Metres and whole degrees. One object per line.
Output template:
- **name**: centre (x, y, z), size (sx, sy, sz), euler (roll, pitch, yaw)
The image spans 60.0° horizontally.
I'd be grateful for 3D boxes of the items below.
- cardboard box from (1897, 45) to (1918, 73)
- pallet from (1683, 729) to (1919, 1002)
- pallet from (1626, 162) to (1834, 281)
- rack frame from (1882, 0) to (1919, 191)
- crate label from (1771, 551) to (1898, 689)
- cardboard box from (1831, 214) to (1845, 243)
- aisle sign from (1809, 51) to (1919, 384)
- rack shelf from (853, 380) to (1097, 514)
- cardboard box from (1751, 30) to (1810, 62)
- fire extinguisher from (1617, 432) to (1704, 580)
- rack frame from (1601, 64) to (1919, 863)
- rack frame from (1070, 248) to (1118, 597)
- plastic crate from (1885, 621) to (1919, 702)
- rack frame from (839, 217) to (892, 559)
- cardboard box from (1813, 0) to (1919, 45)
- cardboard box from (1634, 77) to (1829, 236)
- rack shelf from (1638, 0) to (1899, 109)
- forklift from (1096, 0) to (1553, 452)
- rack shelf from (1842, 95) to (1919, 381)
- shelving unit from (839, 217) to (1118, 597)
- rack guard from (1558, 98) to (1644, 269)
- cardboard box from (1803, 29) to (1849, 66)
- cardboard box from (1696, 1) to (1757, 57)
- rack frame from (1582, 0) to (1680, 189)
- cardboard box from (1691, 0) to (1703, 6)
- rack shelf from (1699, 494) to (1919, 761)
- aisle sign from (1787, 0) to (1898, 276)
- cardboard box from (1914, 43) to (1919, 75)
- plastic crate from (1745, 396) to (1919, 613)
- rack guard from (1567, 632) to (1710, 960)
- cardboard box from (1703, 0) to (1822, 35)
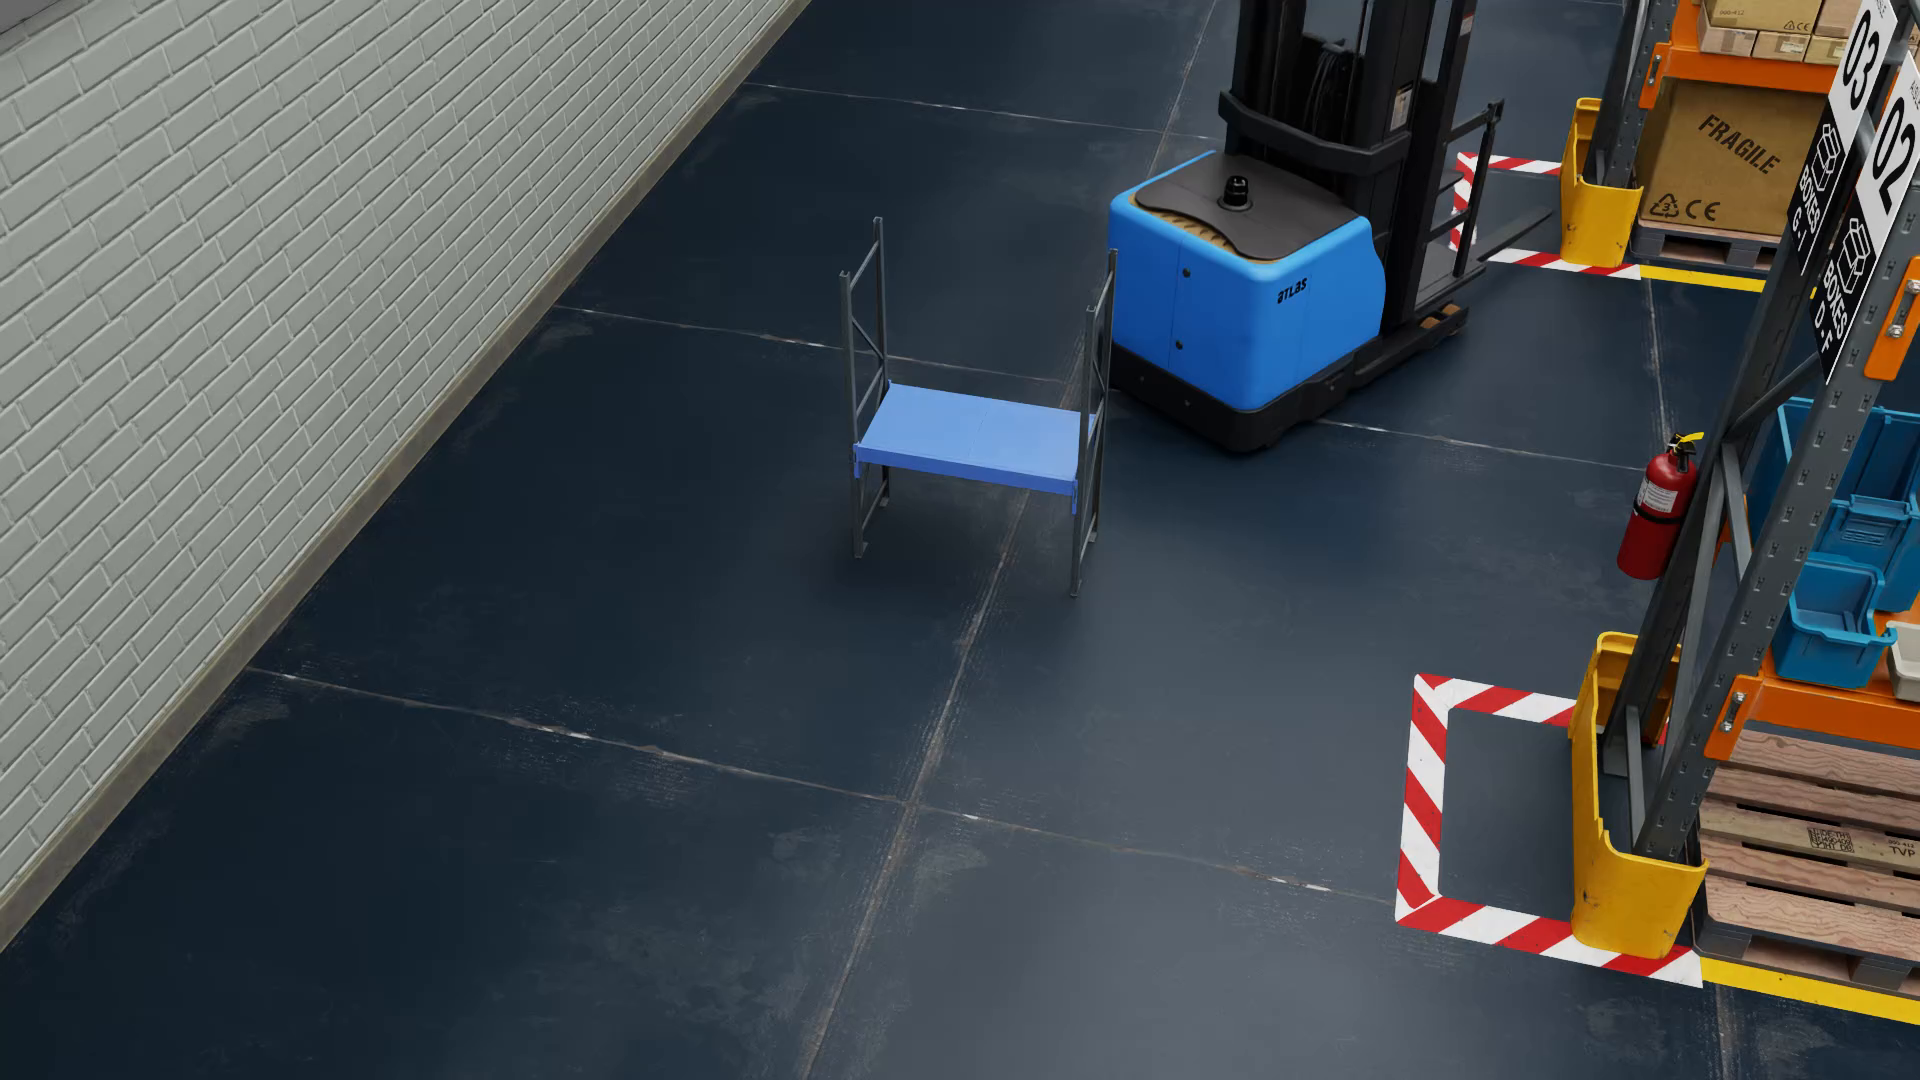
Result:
- **cardboard box**: centre (4.848, -2.616, 8.752), size (0.250, 0.149, 0.380), euler (9, 41, 11)
- **pallet**: centre (3.349, 1.204, 6.177), size (1.213, 0.211, 1.003), euler (10, 41, 11)
- **pallet**: centre (4.635, -1.950, 9.933), size (1.213, 0.211, 1.003), euler (10, 41, 11)
- **rack frame**: centre (2.562, -2.323, 3.543), size (0.127, 3.000, 1.000), euler (10, 41, 11)
- **crate label**: centre (2.716, 0.261, 5.215), size (0.303, 0.233, 0.416), euler (10, 41, 11)
- **cardboard box**: centre (5.361, -2.242, 9.437), size (0.875, 0.875, 0.875), euler (10, 41, 11)
- **aisle sign**: centre (2.416, -0.848, 4.431), size (0.004, 0.787, 0.394), euler (10, 41, 11)
- **rack shelf**: centre (0.082, -0.422, 7.391), size (1.000, 0.185, 0.538), euler (10, 41, 11)
- **cardboard box**: centre (4.349, -2.701, 8.853), size (0.250, 0.149, 0.380), euler (9, 41, 11)
- **fire extinguisher**: centre (2.534, -0.160, 5.983), size (0.183, 0.674, 0.296), euler (10, 41, 11)
- **rack frame**: centre (2.562, -0.025, 5.473), size (0.127, 3.000, 1.000), euler (10, 41, 11)
- **rack frame**: centre (0.573, -0.476, 7.175), size (0.032, 1.500, 0.500), euler (10, 41, 11)
- **plastic crate**: centre (3.004, 0.403, 5.121), size (0.298, 0.136, 0.250), euler (10, 41, 11)
- **rack frame**: centre (-0.409, -0.645, 7.376), size (0.032, 1.500, 0.500), euler (10, 41, 11)
- **cardboard box**: centre (4.741, -2.829, 8.696), size (0.500, 0.250, 0.500), euler (9, 41, 11)
- **cardboard box**: centre (4.482, -2.393, 9.617), size (0.875, 0.875, 0.875), euler (10, 41, 11)
- **rack shelf**: centre (5.775, -2.495, 8.972), size (4.000, 0.370, 1.077), euler (10, 41, 11)
- **forklift**: centre (2.137, -2.380, 8.330), size (3.031, 2.935, 1.130), euler (-31, 49, -31)
- **rack shelf**: centre (4.494, -0.566, 4.343), size (4.000, 0.370, 1.077), euler (10, 41, 11)
- **shelving unit**: centre (0.082, -0.560, 7.275), size (1.048, 1.500, 0.538), euler (10, 41, 11)
- **rack guard**: centre (3.820, -2.149, 9.945), size (0.348, 0.500, 1.175), euler (10, 41, 11)
- **cardboard box**: centre (4.596, -2.658, 8.803), size (0.250, 0.149, 0.380), euler (9, 41, 10)
- **cardboard box**: centre (4.100, -2.742, 8.903), size (0.250, 0.149, 0.380), euler (10, 41, 12)
- **rack frame**: centre (3.843, -3.103, 9.136), size (0.127, 3.000, 1.000), euler (10, 41, 11)
- **cardboard box**: centre (4.272, -3.152, 9.390), size (0.250, 0.149, 0.380), euler (11, 41, 12)
- **rack shelf**: centre (4.494, 0.582, 5.308), size (4.000, 0.370, 1.077), euler (10, 41, 11)
- **aisle sign**: centre (2.569, -1.215, 4.867), size (0.004, 0.787, 0.394), euler (10, 41, 11)
- **cardboard box**: centre (5.094, -2.573, 8.701), size (0.250, 0.149, 0.380), euler (9, 41, 11)
- **plastic crate**: centre (2.934, -0.122, 5.514), size (0.499, 0.435, 0.616), euler (10, 41, 11)
- **rack guard**: centre (2.536, 0.936, 6.272), size (0.348, 0.500, 1.175), euler (10, 41, 11)
- **cardboard box**: centre (4.237, -2.912, 8.794), size (0.500, 0.250, 0.500), euler (9, 41, 10)
